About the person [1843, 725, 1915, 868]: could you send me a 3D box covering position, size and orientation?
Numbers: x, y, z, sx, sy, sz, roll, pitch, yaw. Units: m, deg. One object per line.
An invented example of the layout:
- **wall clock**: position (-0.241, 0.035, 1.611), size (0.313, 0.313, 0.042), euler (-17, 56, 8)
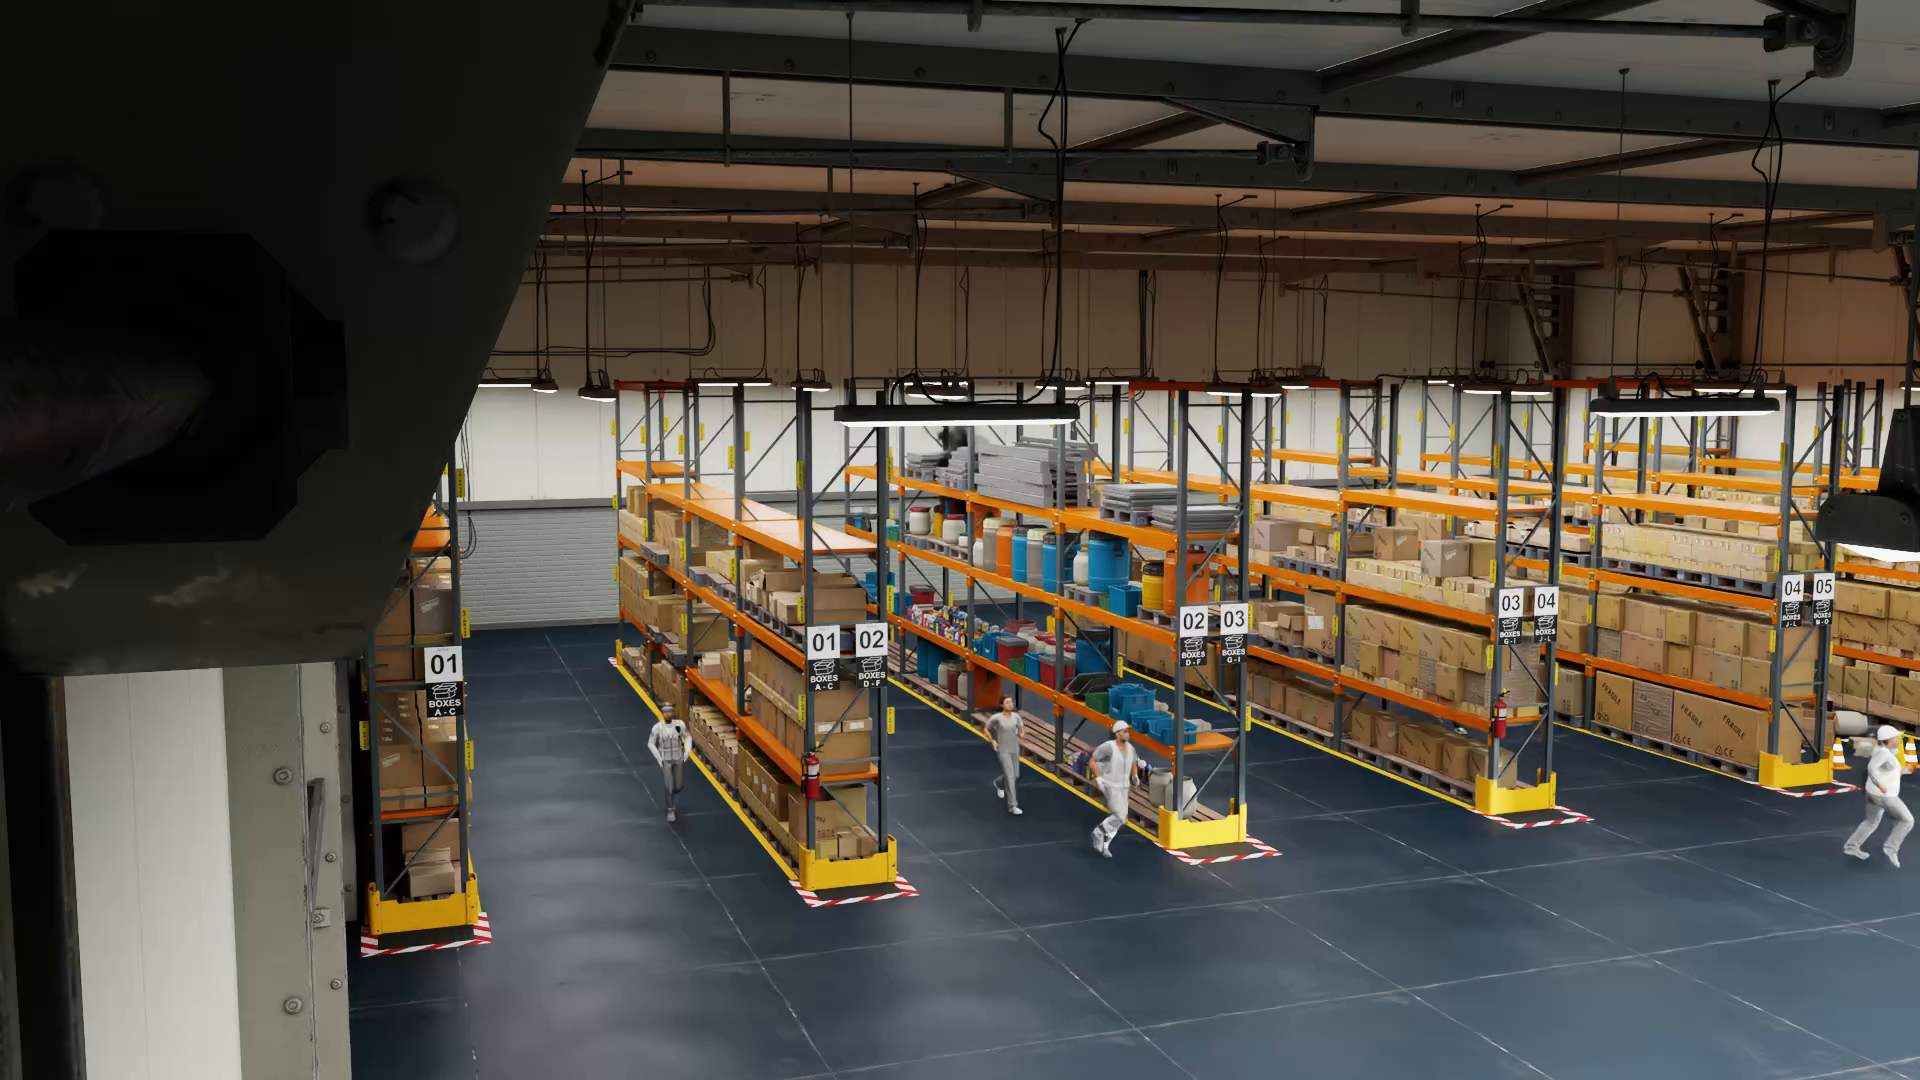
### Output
- **person**: position (11.676, 3.236, 21.105), size (0.786, 1.799, 0.637), euler (1, 6, 12)

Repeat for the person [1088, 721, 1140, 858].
- **person**: position (2.065, 3.212, 21.453), size (0.662, 1.759, 0.545), euler (-5, 8, -41)

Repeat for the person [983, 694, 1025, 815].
- **person**: position (0.657, 3.005, 23.622), size (0.575, 1.645, 0.914), euler (-3, 7, -27)

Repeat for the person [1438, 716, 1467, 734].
- **person**: position (8.481, 2.501, 28.704), size (0.559, 1.586, 0.855), euler (-3, 7, -23)

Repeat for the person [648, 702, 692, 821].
- **person**: position (-4.045, 3.065, 23.227), size (0.618, 1.663, 0.511), euler (-2, 6, -17)
